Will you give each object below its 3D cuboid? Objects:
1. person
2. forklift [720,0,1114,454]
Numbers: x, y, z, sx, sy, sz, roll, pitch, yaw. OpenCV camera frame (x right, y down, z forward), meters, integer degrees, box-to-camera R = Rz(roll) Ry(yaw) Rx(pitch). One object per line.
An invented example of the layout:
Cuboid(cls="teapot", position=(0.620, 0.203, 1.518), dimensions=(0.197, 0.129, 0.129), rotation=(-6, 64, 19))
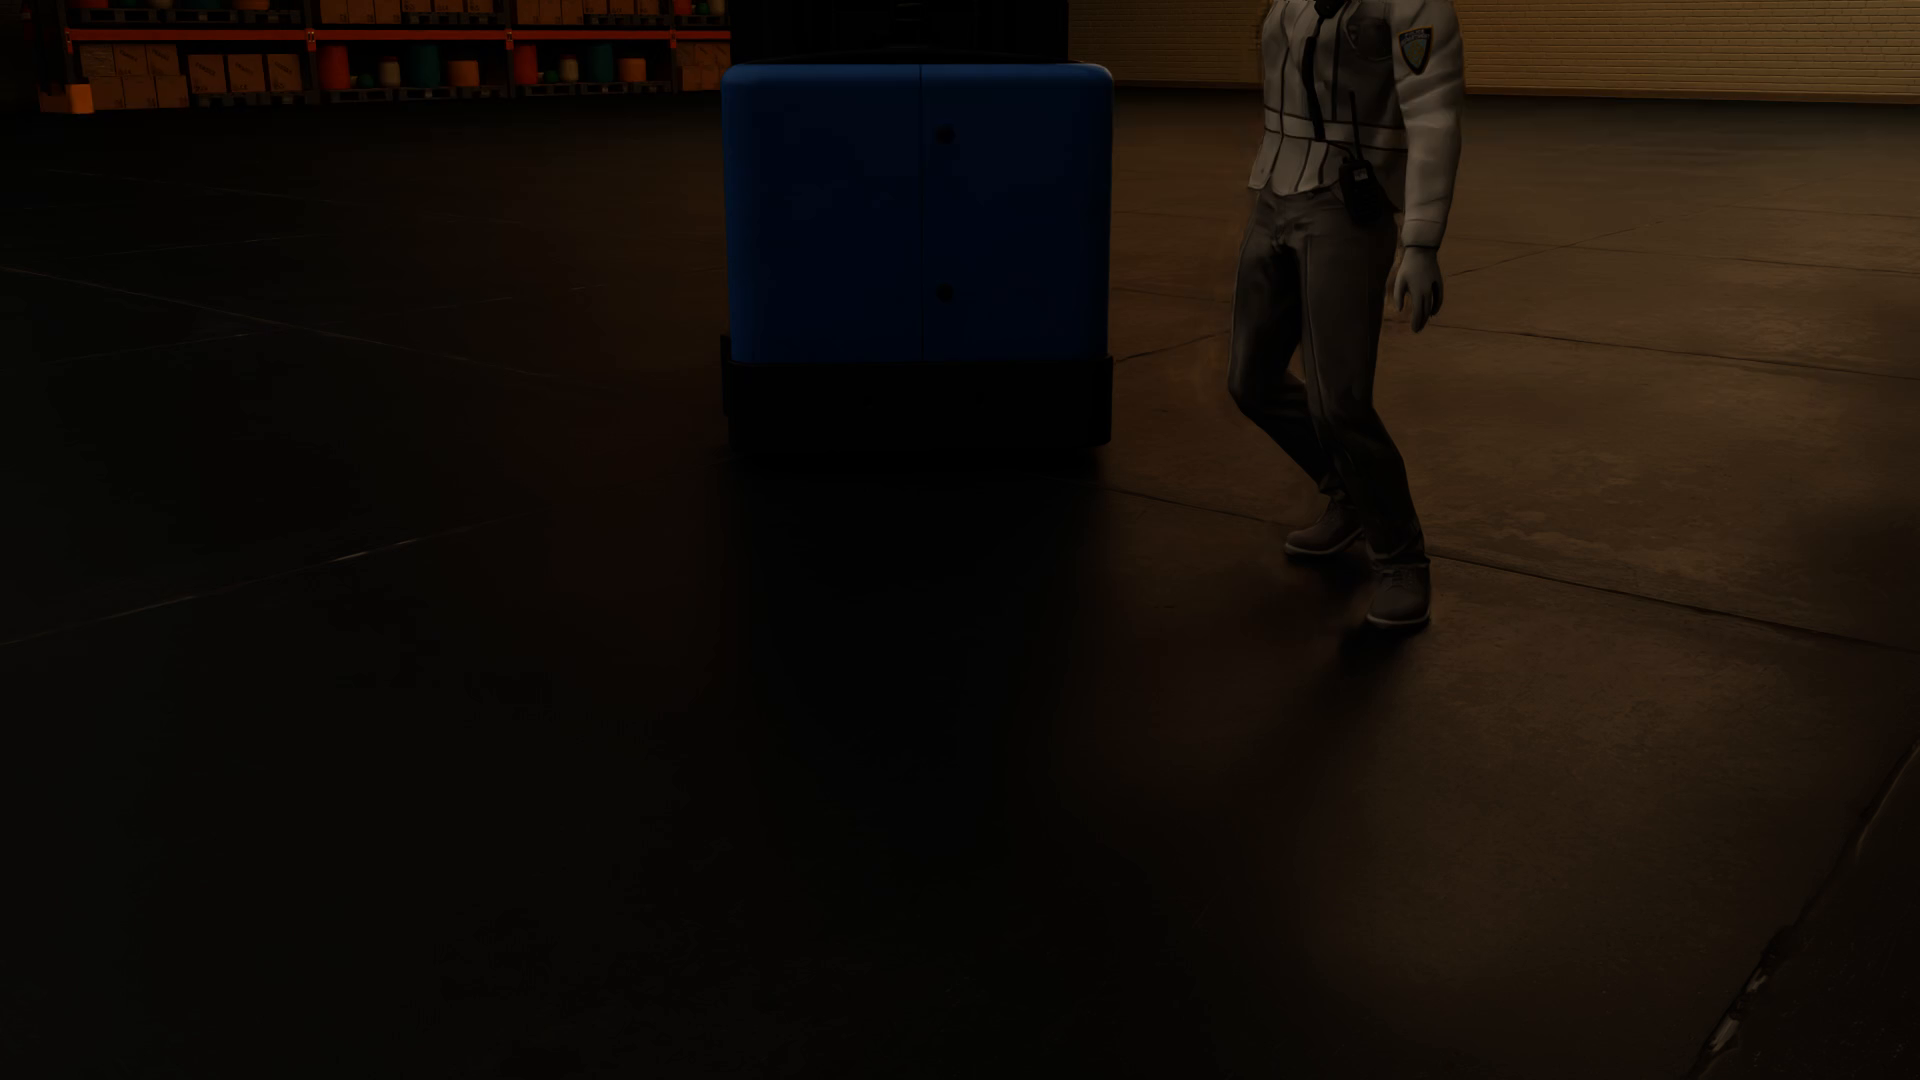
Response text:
Cuboid(cls="person", position=(0.832, -0.690, 3.498), dimensions=(0.457, 1.595, 0.815), rotation=(-5, 18, -15))
Cuboid(cls="forklift", position=(-0.214, -2.012, 5.524), dimensions=(1.130, 2.935, 3.031), rotation=(-1, 17, -4))
